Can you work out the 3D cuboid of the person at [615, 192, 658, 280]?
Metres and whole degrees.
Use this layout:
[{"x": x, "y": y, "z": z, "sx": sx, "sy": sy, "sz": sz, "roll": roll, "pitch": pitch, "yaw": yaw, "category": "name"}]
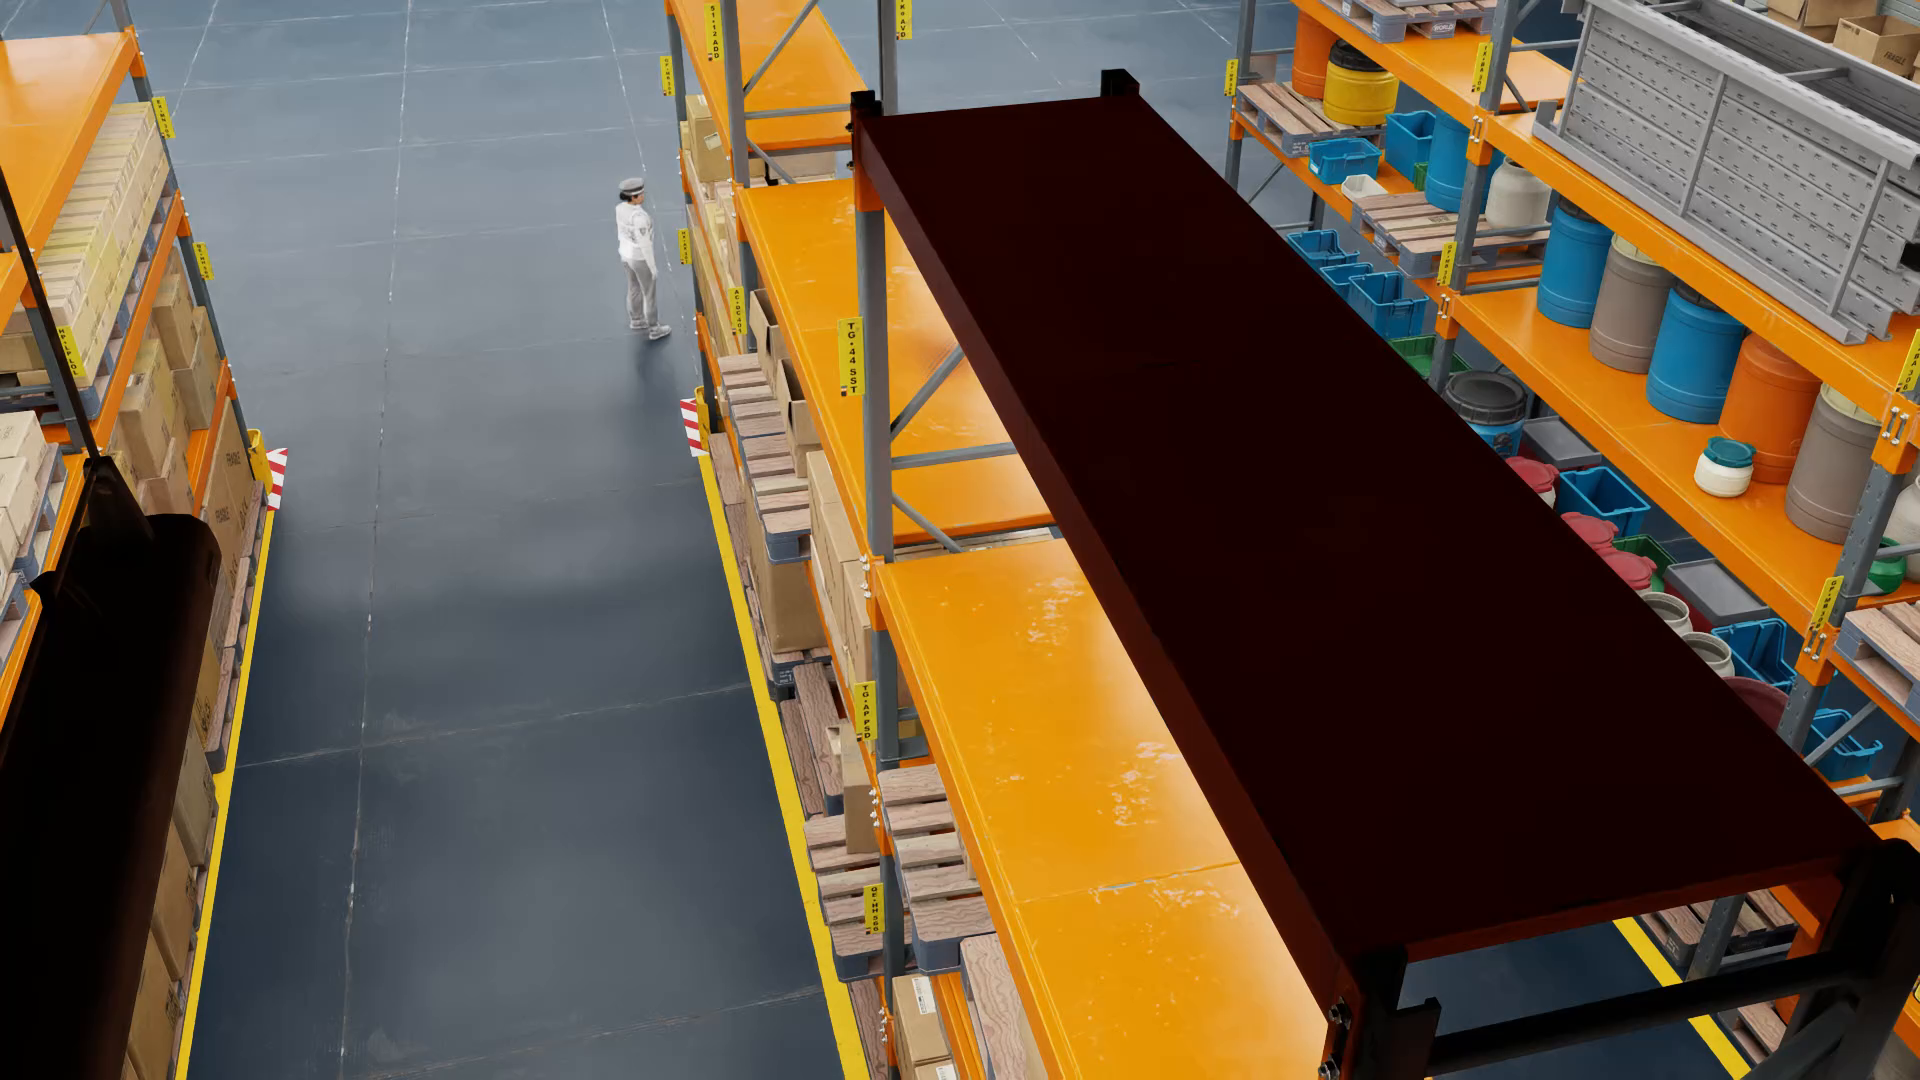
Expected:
[{"x": -3.226, "y": -3.099, "z": 16.540, "sx": 0.345, "sy": 0.983, "sz": 0.508, "roll": -28, "pitch": 43, "yaw": -34, "category": "person"}]
